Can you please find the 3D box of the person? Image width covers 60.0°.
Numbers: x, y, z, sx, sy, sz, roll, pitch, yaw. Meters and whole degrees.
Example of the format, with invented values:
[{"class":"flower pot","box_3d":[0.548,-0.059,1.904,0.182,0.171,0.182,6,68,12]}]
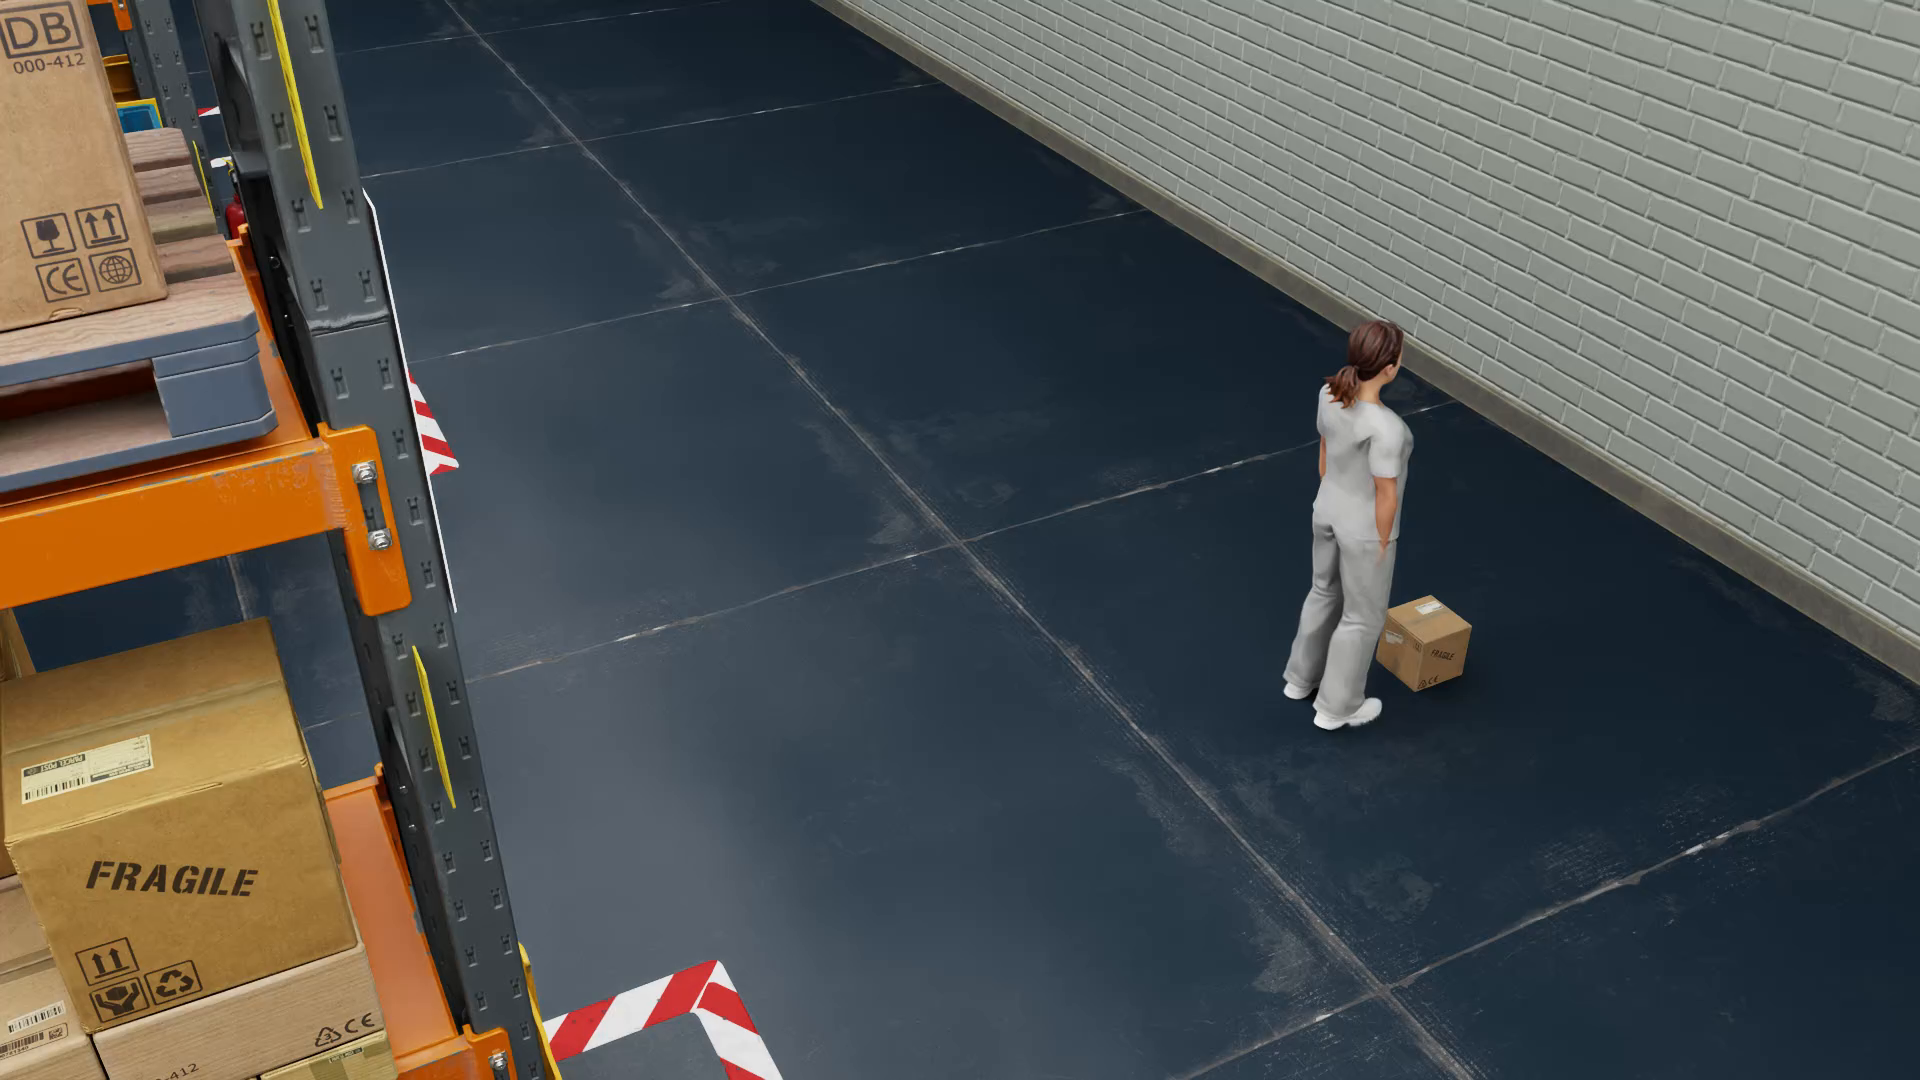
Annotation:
[{"class":"person","box_3d":[1.460,-0.053,6.232,0.363,1.676,0.438,-15,36,-22]}]
